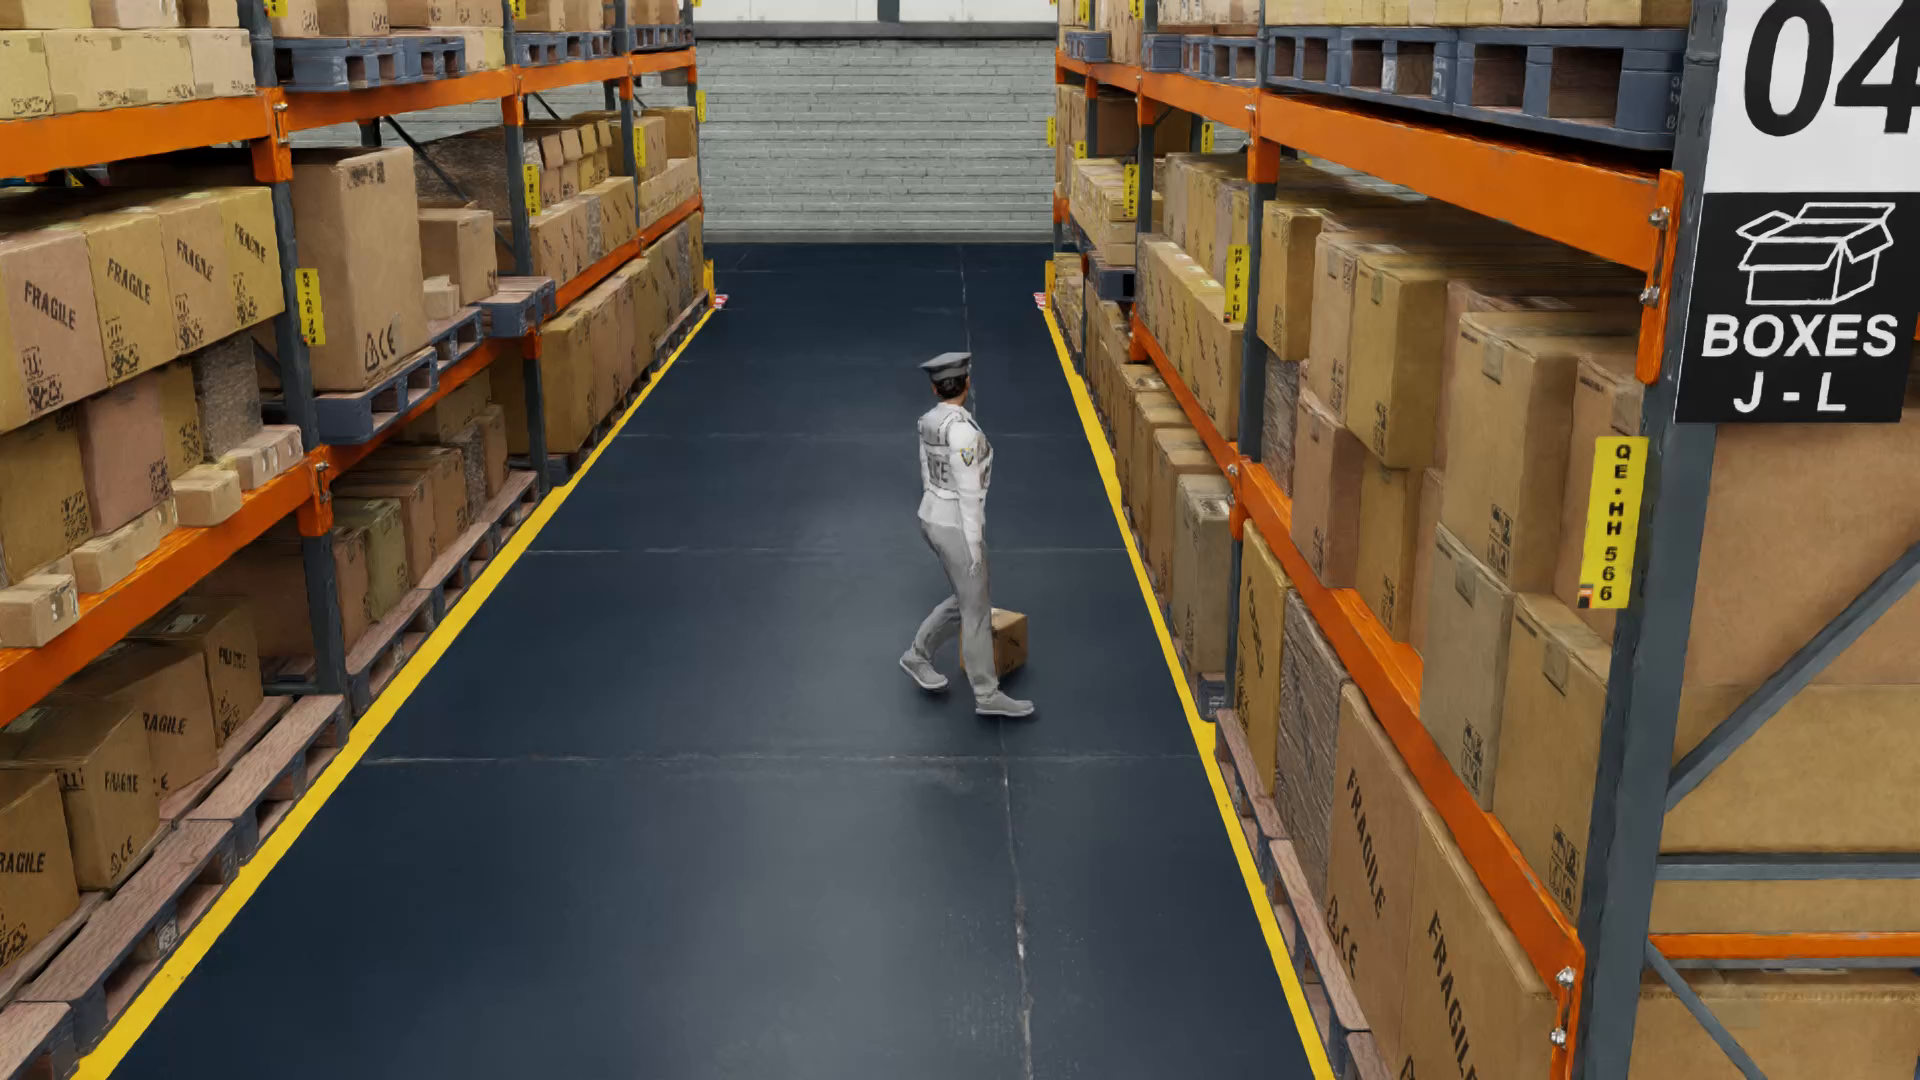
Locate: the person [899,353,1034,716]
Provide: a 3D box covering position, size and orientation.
[{"bbox_3d":[0.031,-0.026,7.675,0.530,1.634,0.623,-4,18,-13],"label":"person"}]
